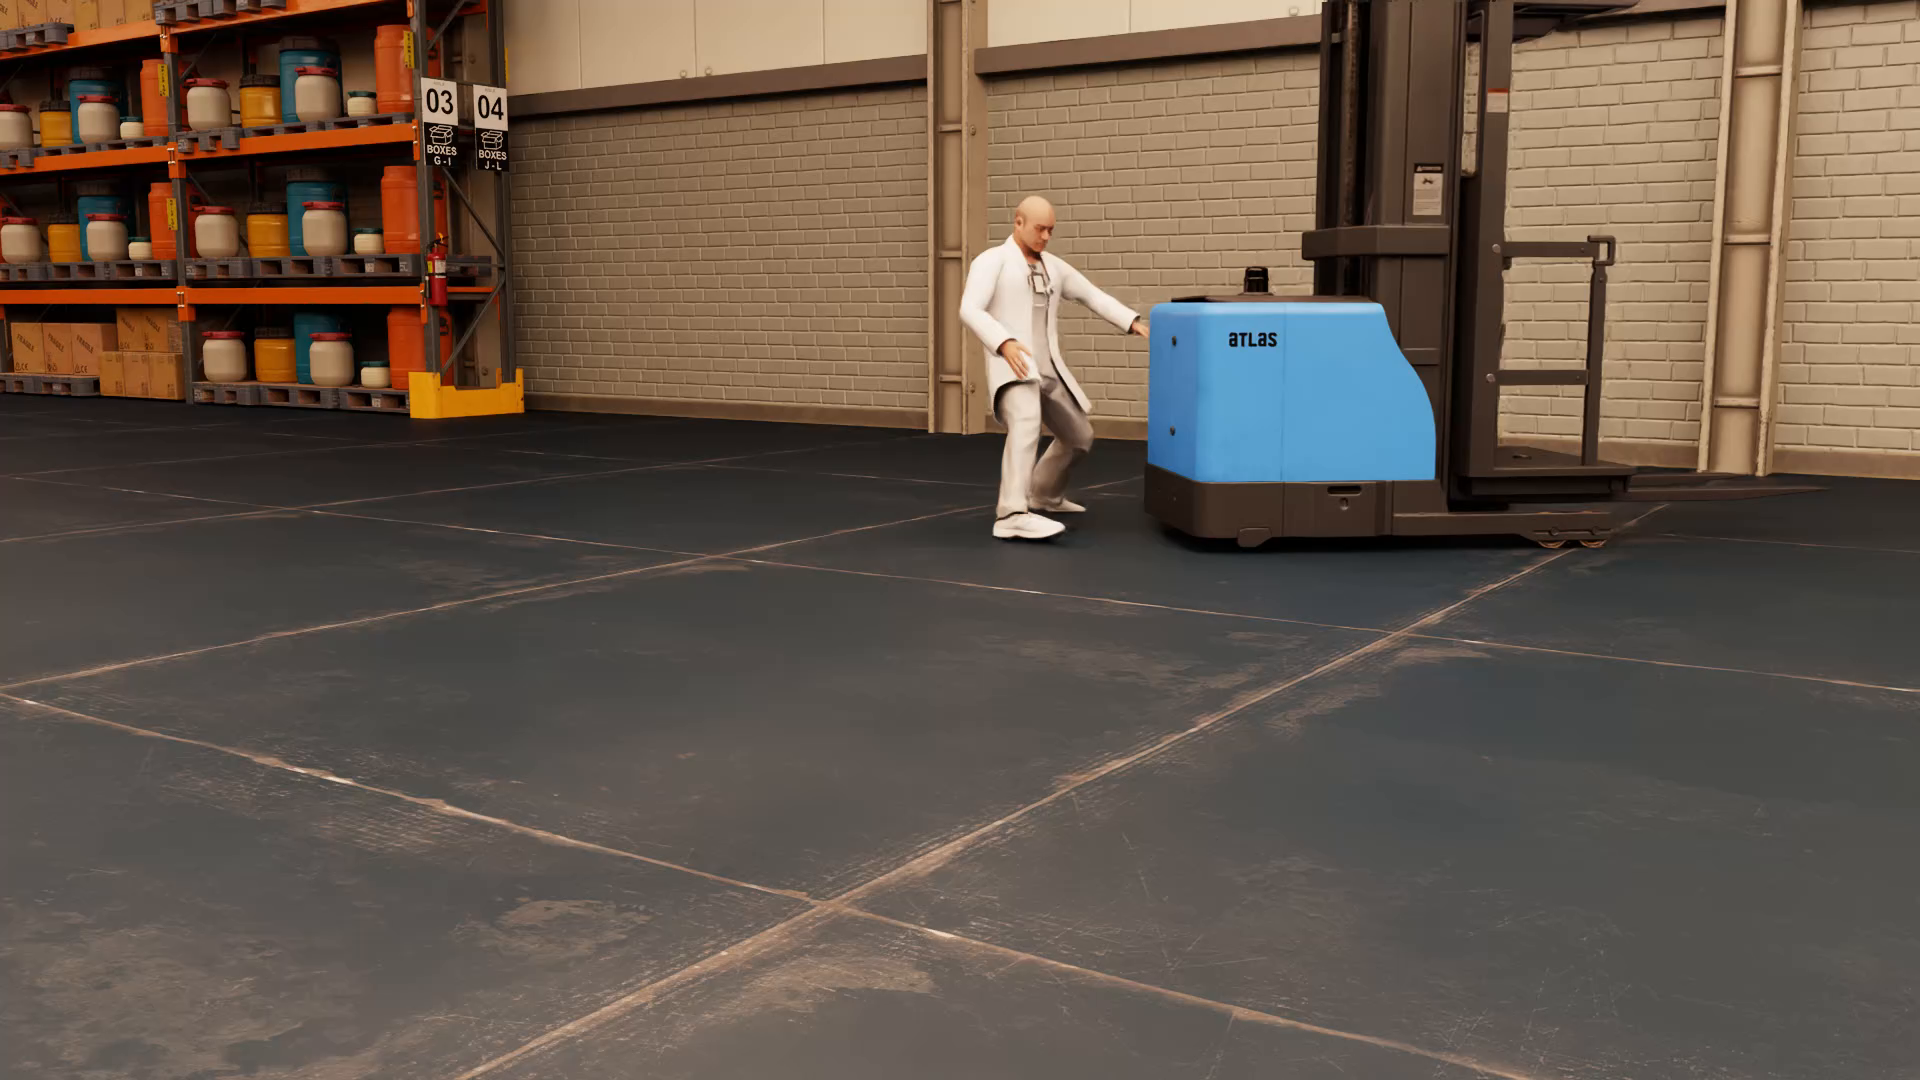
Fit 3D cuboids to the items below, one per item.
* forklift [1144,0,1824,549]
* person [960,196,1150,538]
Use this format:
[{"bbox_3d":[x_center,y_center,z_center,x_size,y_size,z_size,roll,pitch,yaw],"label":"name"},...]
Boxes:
[{"bbox_3d":[2.450,-1.485,7.636,3.031,2.935,1.130,-1,8,-7],"label":"forklift"},{"bbox_3d":[0.441,-0.834,8.008,1.100,1.616,1.035,-7,11,-40],"label":"person"}]
